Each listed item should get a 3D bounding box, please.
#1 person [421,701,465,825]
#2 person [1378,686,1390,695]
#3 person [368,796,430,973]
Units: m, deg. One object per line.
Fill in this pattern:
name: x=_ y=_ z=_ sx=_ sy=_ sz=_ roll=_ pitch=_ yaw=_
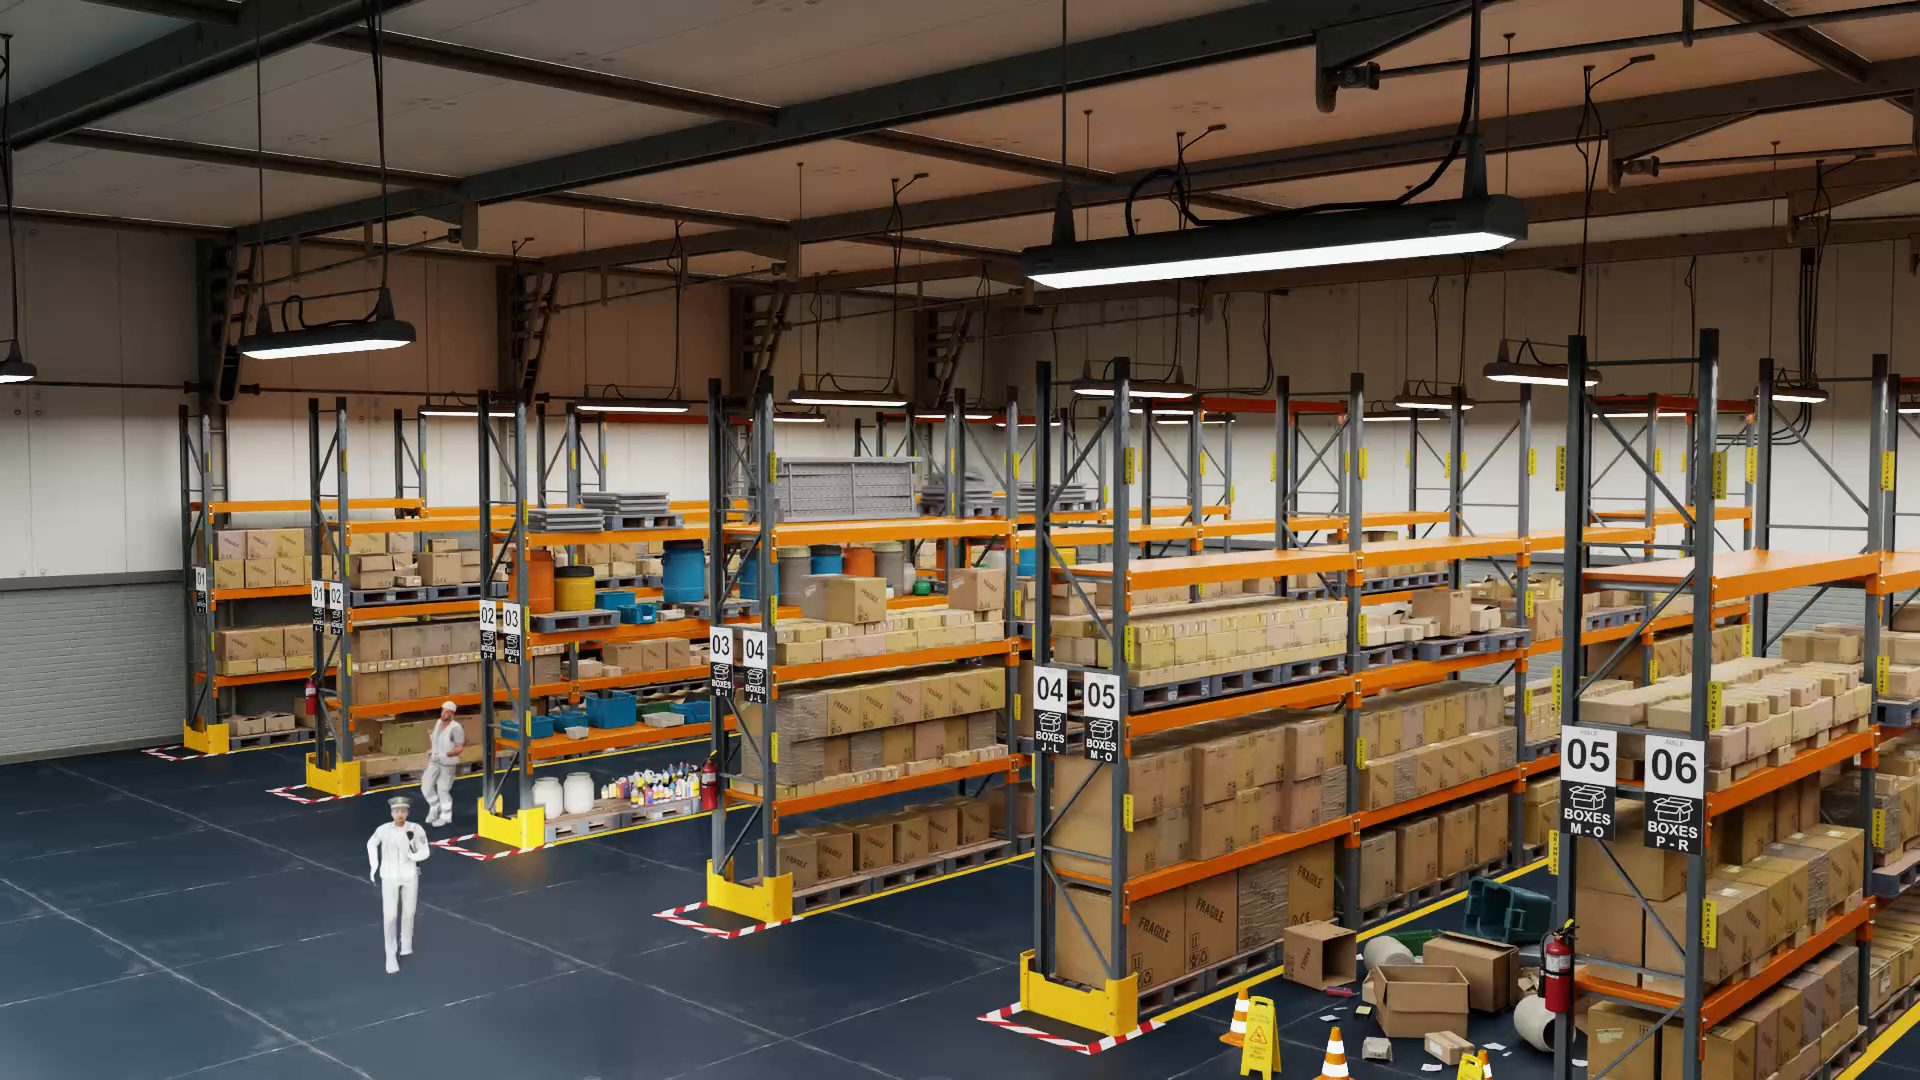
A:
person: x=-7.118 y=3.082 z=22.887 sx=0.677 sy=1.747 sz=0.584 roll=1 pitch=3 yaw=21
person: x=6.460 y=3.028 z=25.377 sx=0.611 sy=1.597 sz=0.633 roll=3 pitch=4 yaw=41
person: x=-5.639 y=3.440 z=16.733 sx=0.580 sy=1.751 sz=0.720 roll=-1 pitch=3 yaw=-22
